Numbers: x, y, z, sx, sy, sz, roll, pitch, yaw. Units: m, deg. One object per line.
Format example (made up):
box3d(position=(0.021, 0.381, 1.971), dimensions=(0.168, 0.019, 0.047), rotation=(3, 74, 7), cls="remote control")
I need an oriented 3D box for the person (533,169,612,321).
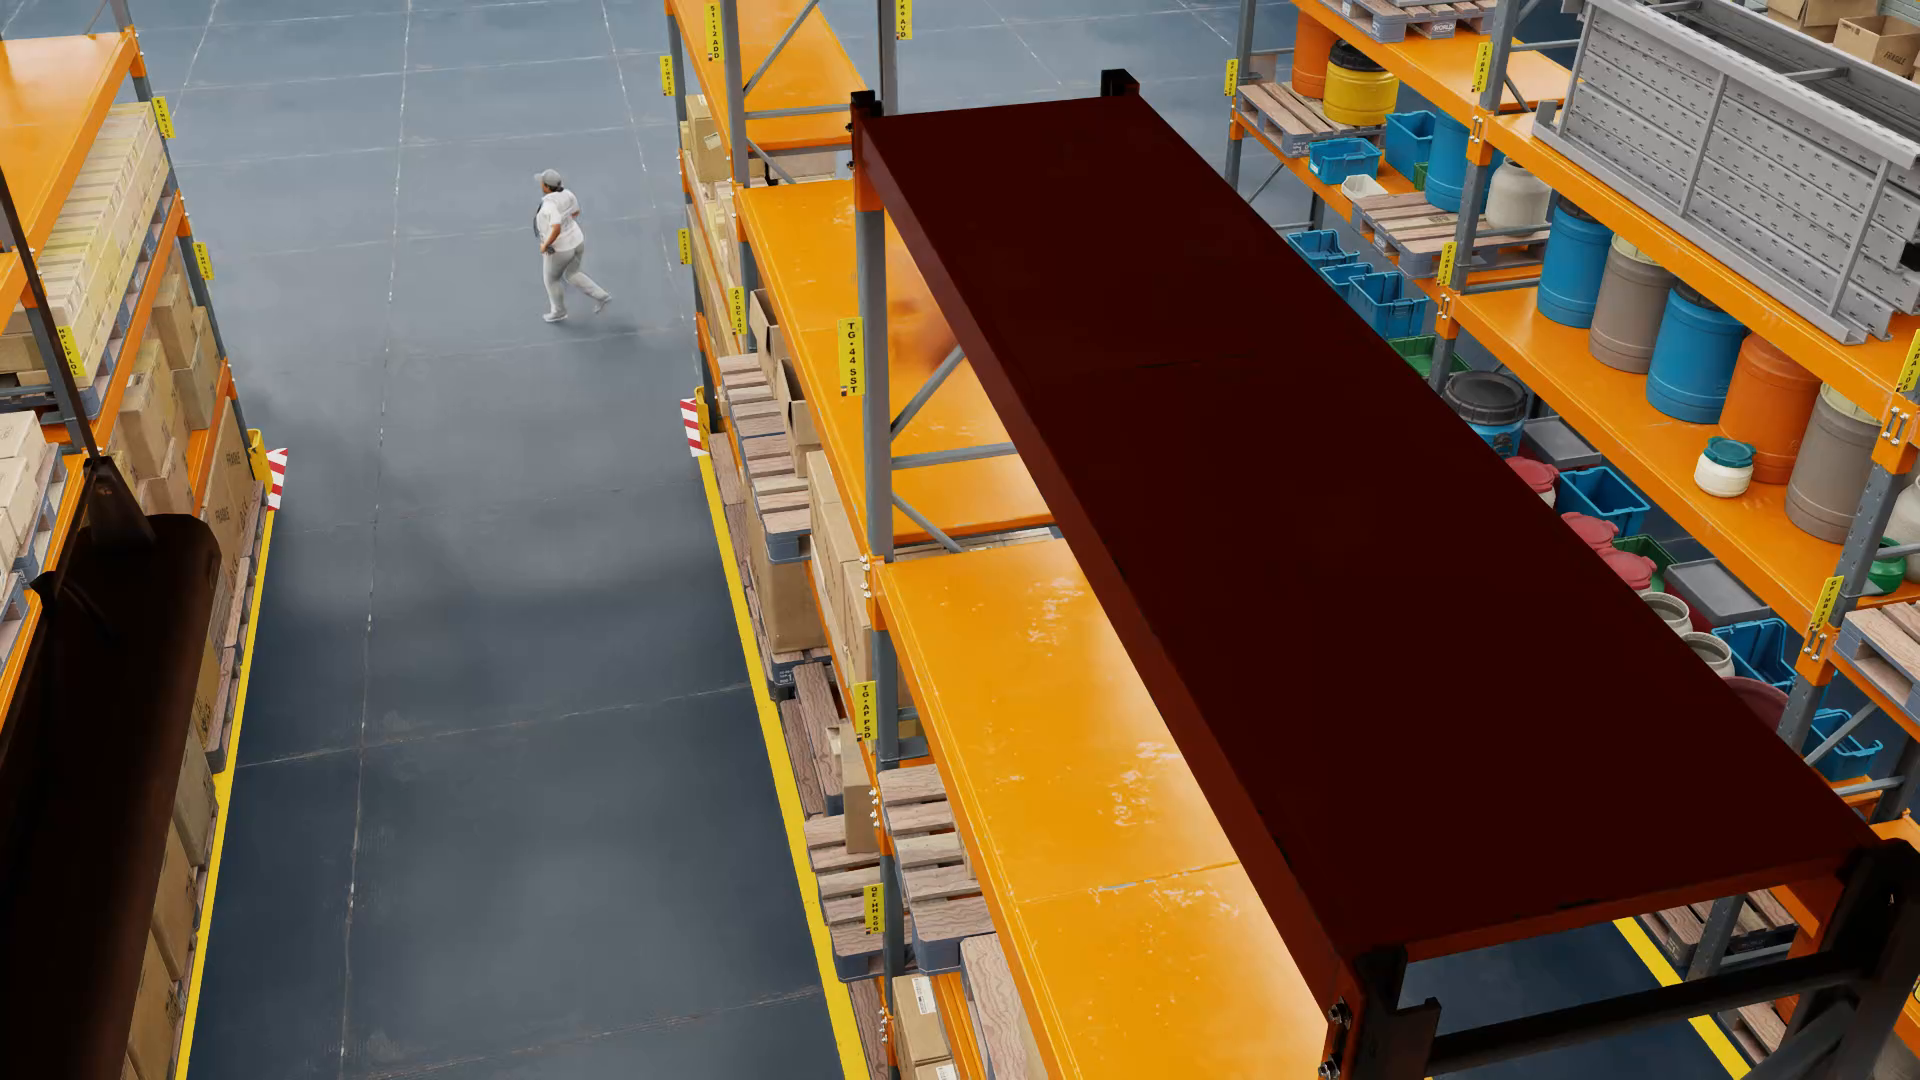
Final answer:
box3d(position=(-4.024, -2.974, 16.992), dimensions=(0.770, 1.675, 0.631), rotation=(11, 36, 16), cls="person")
